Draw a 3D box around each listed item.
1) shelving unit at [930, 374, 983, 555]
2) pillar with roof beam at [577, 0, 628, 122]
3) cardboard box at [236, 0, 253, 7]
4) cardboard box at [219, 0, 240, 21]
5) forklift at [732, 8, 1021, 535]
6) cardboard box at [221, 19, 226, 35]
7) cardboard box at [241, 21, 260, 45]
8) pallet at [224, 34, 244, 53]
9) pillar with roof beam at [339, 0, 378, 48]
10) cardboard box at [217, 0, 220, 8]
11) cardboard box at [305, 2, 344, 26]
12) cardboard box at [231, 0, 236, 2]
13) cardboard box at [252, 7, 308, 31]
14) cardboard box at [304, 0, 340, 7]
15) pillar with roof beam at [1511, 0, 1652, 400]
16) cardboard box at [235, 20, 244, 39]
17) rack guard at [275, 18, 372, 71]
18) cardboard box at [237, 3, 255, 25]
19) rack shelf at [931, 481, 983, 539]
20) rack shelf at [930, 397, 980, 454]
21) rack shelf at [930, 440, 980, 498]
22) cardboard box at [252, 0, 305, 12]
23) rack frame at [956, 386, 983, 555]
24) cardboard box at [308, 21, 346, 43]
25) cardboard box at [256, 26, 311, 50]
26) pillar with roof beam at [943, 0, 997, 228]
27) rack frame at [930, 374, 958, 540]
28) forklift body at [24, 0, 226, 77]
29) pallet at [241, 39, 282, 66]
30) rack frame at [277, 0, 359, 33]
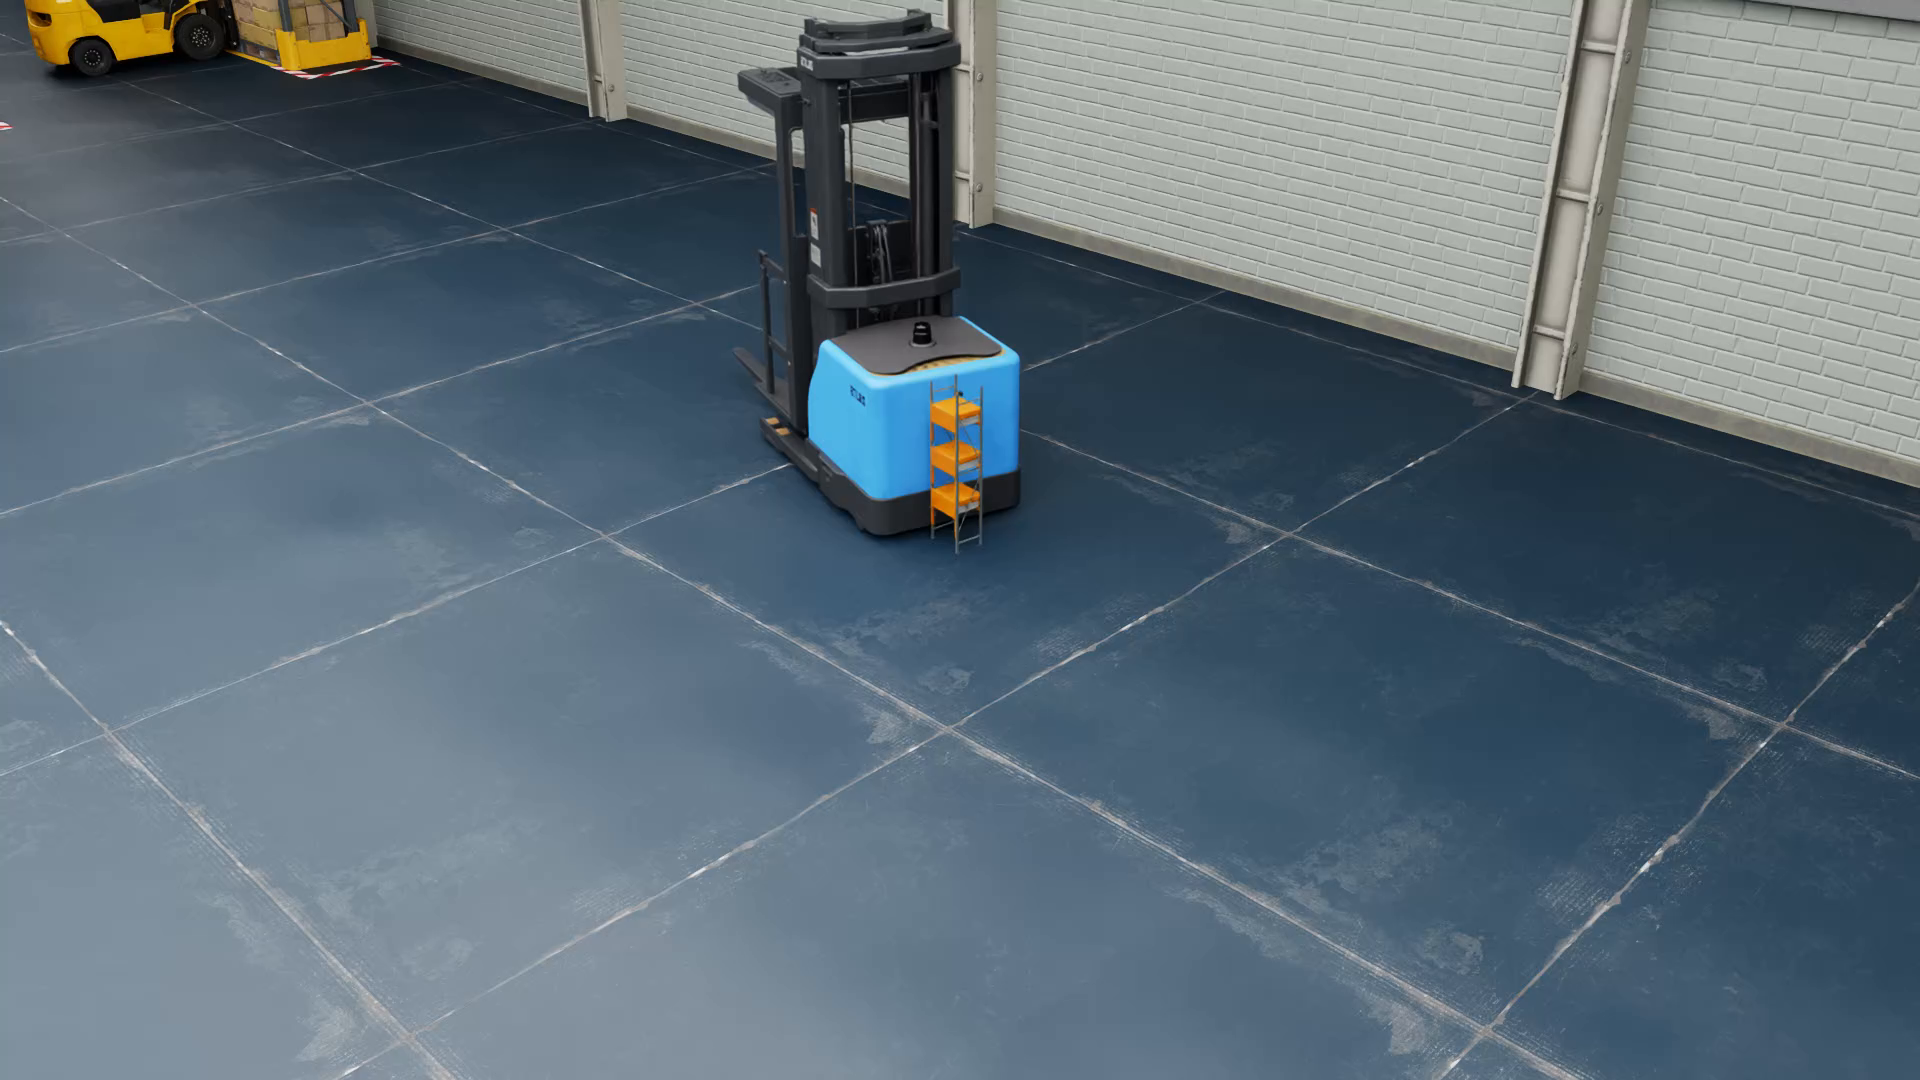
[{"bbox_3d":[-0.020,-0.449,9.977,0.215,1.050,0.252,-20,34,-33],"label":"shelving unit"},{"bbox_3d":[-7.205,-7.609,15.052,0.400,9.000,9.100,25,36,38],"label":"pillar with roof beam"},{"bbox_3d":[-9.516,-7.437,22.599,0.500,0.250,0.500,-25,36,-38],"label":"cardboard box"},{"bbox_3d":[-9.900,-7.388,23.043,0.500,0.250,0.500,24,36,37],"label":"cardboard box"},{"bbox_3d":[-0.734,-1.983,10.873,1.130,2.935,3.031,-13,31,-24],"label":"forklift"},{"bbox_3d":[-10.242,-7.325,23.461,0.500,0.250,0.500,-24,36,-38],"label":"cardboard box"},{"bbox_3d":[-9.505,-6.997,22.836,0.500,0.250,0.500,25,36,38],"label":"cardboard box"},{"bbox_3d":[-10.041,-7.213,23.742,1.213,0.211,1.003,25,36,38],"label":"pallet"},{"bbox_3d":[-11.483,-9.567,18.775,0.400,9.000,9.100,25,36,38],"label":"pillar with roof beam"},{"bbox_3d":[-10.254,-7.552,23.356,0.500,0.250,0.500,24,36,38],"label":"cardboard box"},{"bbox_3d":[-8.790,-7.226,22.736,0.500,0.250,0.500,-25,36,-38],"label":"cardboard box"},{"bbox_3d":[-9.883,-7.598,22.906,0.500,0.250,0.500,-25,37,-39],"label":"cardboard box"},{"bbox_3d":[-9.167,-7.059,22.418,0.500,0.250,0.500,24,36,38],"label":"cardboard box"},{"bbox_3d":[-8.811,-7.445,22.615,0.500,0.250,0.500,24,36,38],"label":"cardboard box"},{"bbox_3d":[1.352,-3.694,7.606,0.400,9.000,9.100,25,36,38],"label":"pillar with roof beam"},{"bbox_3d":[-9.856,-7.163,23.153,0.500,0.250,0.500,-25,37,-39],"label":"cardboard box"},{"bbox_3d":[-8.583,-6.700,22.454,0.348,0.500,1.175,25,36,38],"label":"rack guard"},{"bbox_3d":[-9.517,-7.226,22.736,0.500,0.250,0.500,24,36,38],"label":"cardboard box"},{"bbox_3d":[-0.020,-0.194,10.111,0.215,0.259,0.240,-20,34,-33],"label":"rack shelf"},{"bbox_3d":[-0.020,-0.691,9.849,0.215,0.259,0.240,-20,34,-33],"label":"rack shelf"},{"bbox_3d":[-0.020,-0.440,9.982,0.215,0.259,0.240,-20,34,-33],"label":"rack shelf"},{"bbox_3d":[-9.148,-7.272,22.286,0.500,0.250,0.500,-24,36,-38],"label":"cardboard box"},{"bbox_3d":[0.055,-0.405,9.892,0.200,1.050,0.008,-20,34,-33],"label":"rack frame"},{"bbox_3d":[-8.814,-7.008,22.858,0.500,0.250,0.500,25,37,39],"label":"cardboard box"},{"bbox_3d":[-9.157,-6.831,22.522,0.500,0.250,0.500,25,37,39],"label":"cardboard box"},{"bbox_3d":[-2.927,-5.651,11.329,0.400,9.000,9.100,25,36,38],"label":"pillar with roof beam"},{"bbox_3d":[-0.095,-0.494,10.062,0.200,1.050,0.008,-20,34,-33],"label":"rack frame"},{"bbox_3d":[-11.232,-7.452,22.110,1.214,2.155,2.313,25,36,38],"label":"forklift body"},{"bbox_3d":[-9.175,-6.815,22.985,1.213,0.211,1.003,25,36,38],"label":"pallet"},{"bbox_3d":[-8.601,-7.814,21.888,0.127,3.000,1.000,25,36,38],"label":"rack frame"}]
